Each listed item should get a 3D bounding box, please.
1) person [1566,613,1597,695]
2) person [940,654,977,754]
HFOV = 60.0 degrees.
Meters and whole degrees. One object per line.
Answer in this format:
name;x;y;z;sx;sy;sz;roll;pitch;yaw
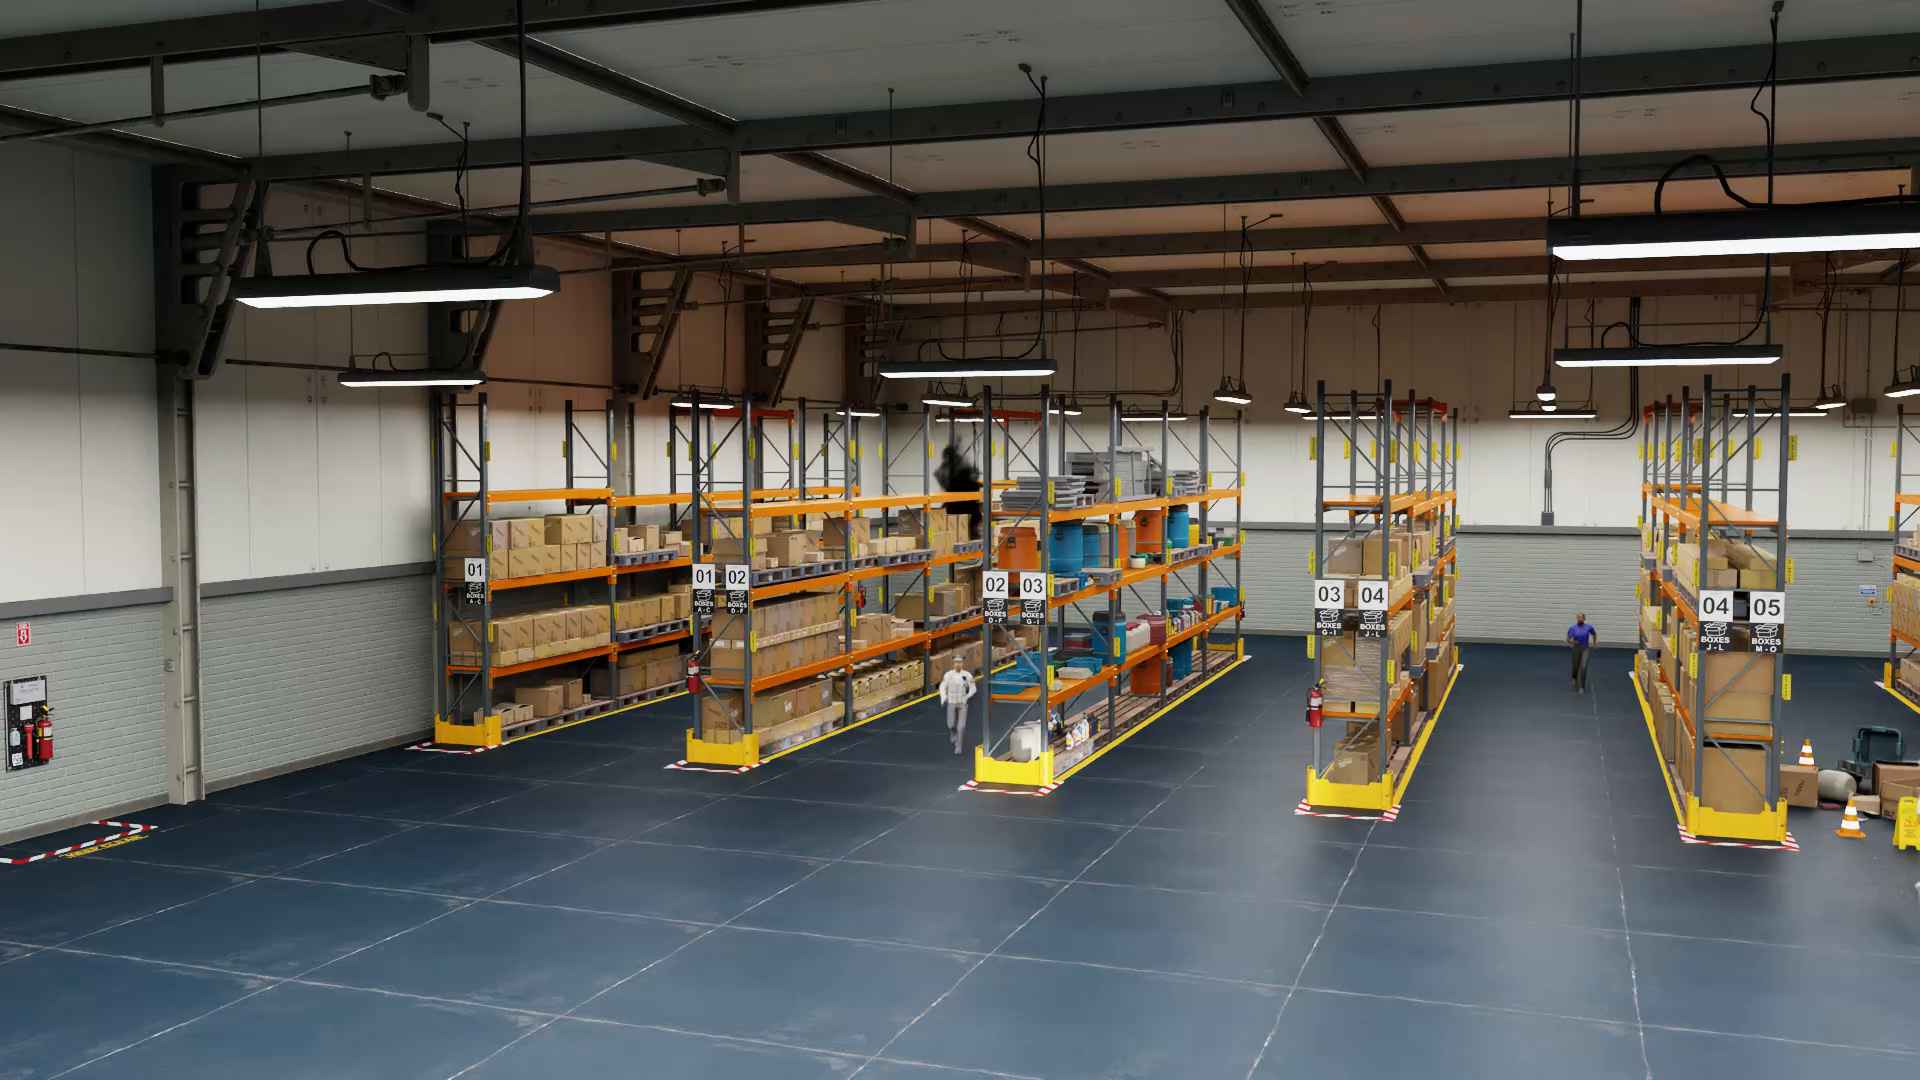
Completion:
person;12.931;2.345;34.603;0.588;1.659;0.931;1;3;23
person;-0.035;2.711;27.611;0.626;1.654;0.551;0;3;5
